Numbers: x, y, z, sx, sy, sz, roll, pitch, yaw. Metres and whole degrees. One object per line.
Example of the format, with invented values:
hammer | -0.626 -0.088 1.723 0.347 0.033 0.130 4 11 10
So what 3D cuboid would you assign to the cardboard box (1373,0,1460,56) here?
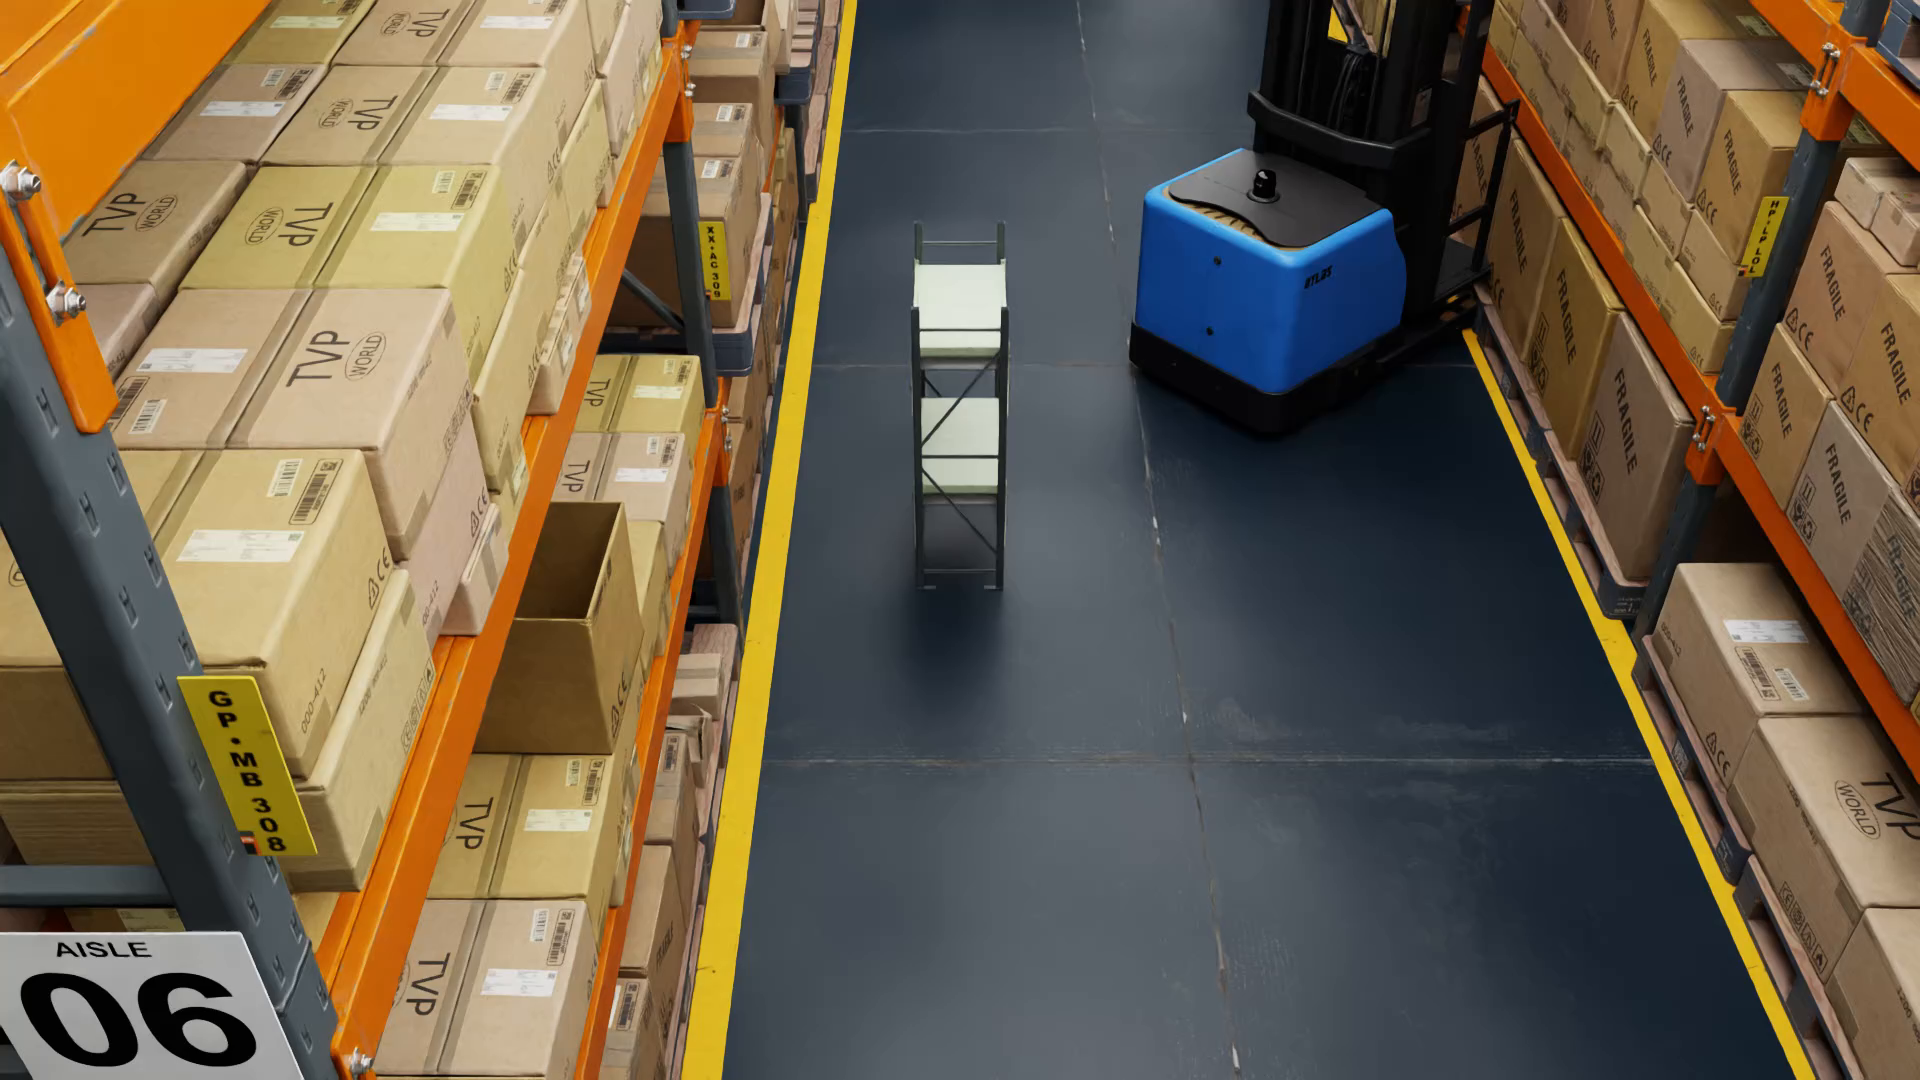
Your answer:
cardboard box | 3.504 -3.629 11.891 0.950 0.372 0.625 1 39 1

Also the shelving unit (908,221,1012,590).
shelving unit | 0.000 -0.589 7.532 0.431 1.500 0.755 0 39 0

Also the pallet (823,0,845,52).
pallet | -1.429 -4.148 13.003 1.003 0.211 1.213 0 39 0

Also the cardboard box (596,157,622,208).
cardboard box | -1.180 -1.068 4.731 0.380 0.149 0.250 0 39 0

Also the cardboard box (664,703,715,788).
cardboard box | -1.165 0.780 6.474 0.396 0.266 0.258 1 39 2

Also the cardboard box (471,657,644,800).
cardboard box | -1.213 0.513 4.838 0.500 0.250 0.500 -1 39 -1

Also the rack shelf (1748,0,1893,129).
rack shelf | 3.501 -2.841 7.318 1.077 0.370 4.000 0 39 0

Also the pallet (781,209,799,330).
pallet | -1.501 -1.641 9.874 1.003 0.211 1.213 0 39 0

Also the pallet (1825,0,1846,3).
pallet | 3.453 -2.370 6.308 0.805 0.209 1.217 -1 39 -2

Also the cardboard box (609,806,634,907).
cardboard box | -1.133 0.894 4.683 0.380 0.149 0.250 -1 39 -1

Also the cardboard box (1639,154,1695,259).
cardboard box | 3.252 -1.425 7.095 0.500 0.250 0.500 1 39 1

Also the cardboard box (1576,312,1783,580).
cardboard box | 3.423 -0.423 7.488 0.875 0.875 0.875 1 39 1

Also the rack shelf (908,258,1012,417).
rack shelf | 0.000 -0.894 7.288 0.431 0.370 0.720 0 39 0

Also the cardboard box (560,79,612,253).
cardboard box | -1.209 -0.976 4.298 0.500 0.250 0.500 1 39 1

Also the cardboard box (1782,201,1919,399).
cardboard box | 3.262 -0.832 5.755 0.500 0.500 0.500 0 39 0

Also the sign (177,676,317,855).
sign | -0.913 0.295 2.131 0.100 0.325 0.005 0 39 0

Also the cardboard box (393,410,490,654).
cardboard box | -1.204 -0.017 3.101 0.500 0.250 0.500 1 39 1

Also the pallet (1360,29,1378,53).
pallet | 3.501 -3.363 12.024 1.003 0.211 1.213 0 39 0

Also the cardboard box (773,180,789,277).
cardboard box | -1.259 -1.807 9.515 0.500 0.500 0.500 -1 39 -1

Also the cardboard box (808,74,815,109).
cardboard box | -1.460 -3.232 11.193 0.875 0.625 0.625 1 39 1

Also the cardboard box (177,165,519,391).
cardboard box | -1.201 -0.526 3.337 0.500 0.250 0.500 -1 39 -1

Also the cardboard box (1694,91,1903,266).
cardboard box | 3.252 -1.409 6.475 0.500 0.500 0.500 1 39 1

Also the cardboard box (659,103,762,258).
cardboard box | -1.237 -1.524 7.083 0.700 0.500 0.500 0 39 0

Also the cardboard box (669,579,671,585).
cardboard box | -1.187 0.092 5.683 0.380 0.149 0.250 1 39 1

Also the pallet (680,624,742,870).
pallet | -1.460 0.823 6.800 1.003 0.211 1.213 0 39 0

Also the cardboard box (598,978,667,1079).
cardboard box | -1.323 1.701 5.137 0.700 0.500 0.500 1 39 2

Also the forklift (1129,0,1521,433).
forklift | 2.357 -2.489 8.758 3.031 2.935 1.130 -30 47 -32

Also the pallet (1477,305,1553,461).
pallet | 3.423 -0.860 8.899 1.003 0.211 1.213 0 39 0

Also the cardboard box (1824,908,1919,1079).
cardboard box | 3.398 1.652 5.248 0.875 0.438 0.875 1 39 1

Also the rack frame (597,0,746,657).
rack frame | -1.460 -0.694 6.463 1.000 3.000 0.127 0 39 0

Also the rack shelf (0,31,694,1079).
rack shelf | -1.458 -0.334 4.190 1.077 0.370 4.000 0 39 0

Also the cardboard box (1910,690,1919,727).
cardboard box | 3.234 0.502 4.890 0.500 0.500 0.500 1 39 1

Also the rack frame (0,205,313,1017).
rack frame | -1.455 -0.534 1.466 1.000 3.000 0.127 0 39 0

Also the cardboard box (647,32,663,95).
cardboard box | -1.164 -1.542 5.324 0.380 0.149 0.250 0 39 0

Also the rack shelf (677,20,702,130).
rack shelf | -1.462 -2.835 7.311 1.077 0.370 4.000 0 39 0

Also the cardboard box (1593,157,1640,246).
cardboard box | 3.270 -1.556 7.659 0.500 0.250 0.500 -1 39 -1

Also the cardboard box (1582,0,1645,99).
cardboard box | 3.248 -2.373 7.679 0.500 0.500 0.500 1 39 1

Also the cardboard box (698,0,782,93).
cardboard box | -1.278 -2.379 8.148 0.797 0.503 0.637 -1 39 -1

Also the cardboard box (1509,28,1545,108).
cardboard box | 3.266 -2.516 8.856 0.500 0.250 0.500 -1 39 -1

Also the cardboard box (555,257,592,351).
cardboard box | -1.133 -0.580 4.122 0.380 0.149 0.250 1 39 1

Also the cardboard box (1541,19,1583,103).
cardboard box | 3.241 -2.386 8.295 0.500 0.250 0.500 0 39 0

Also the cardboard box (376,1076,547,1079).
cardboard box | -1.186 1.465 3.650 0.500 0.250 0.500 0 39 0

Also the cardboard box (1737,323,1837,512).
cardboard box | 3.242 -0.446 6.073 0.500 0.500 0.500 1 39 1

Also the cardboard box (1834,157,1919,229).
cardboard box | 3.245 -1.185 5.677 0.380 0.149 0.250 -1 39 -1

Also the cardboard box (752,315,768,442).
cardboard box | -1.242 -0.831 8.296 0.500 0.500 0.500 -1 39 -1

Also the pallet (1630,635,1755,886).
pallet | 3.426 0.863 6.749 1.003 0.211 1.213 0 39 0

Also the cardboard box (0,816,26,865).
cardboard box | -1.728 0.301 2.705 0.500 0.250 0.500 -1 39 -1

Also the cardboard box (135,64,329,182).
cardboard box | -1.719 -0.854 3.747 0.500 0.250 0.500 0 39 0

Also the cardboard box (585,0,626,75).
cardboard box | -1.209 -1.485 4.533 0.500 0.250 0.500 -1 39 -1

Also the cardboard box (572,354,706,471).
cardboard box | -1.215 -0.434 6.020 0.500 0.250 0.500 1 39 1

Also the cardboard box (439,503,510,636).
cardboard box | -1.130 0.055 3.331 0.380 0.149 0.250 1 39 1

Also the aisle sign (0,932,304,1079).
aisle sign | -1.162 0.835 2.476 0.394 0.787 0.004 0 39 0

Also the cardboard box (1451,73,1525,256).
cardboard box | 3.417 -2.105 9.586 0.875 0.875 0.875 0 39 0

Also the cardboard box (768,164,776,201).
cardboard box | -1.223 -1.993 9.229 0.380 0.149 0.250 -1 39 -2
